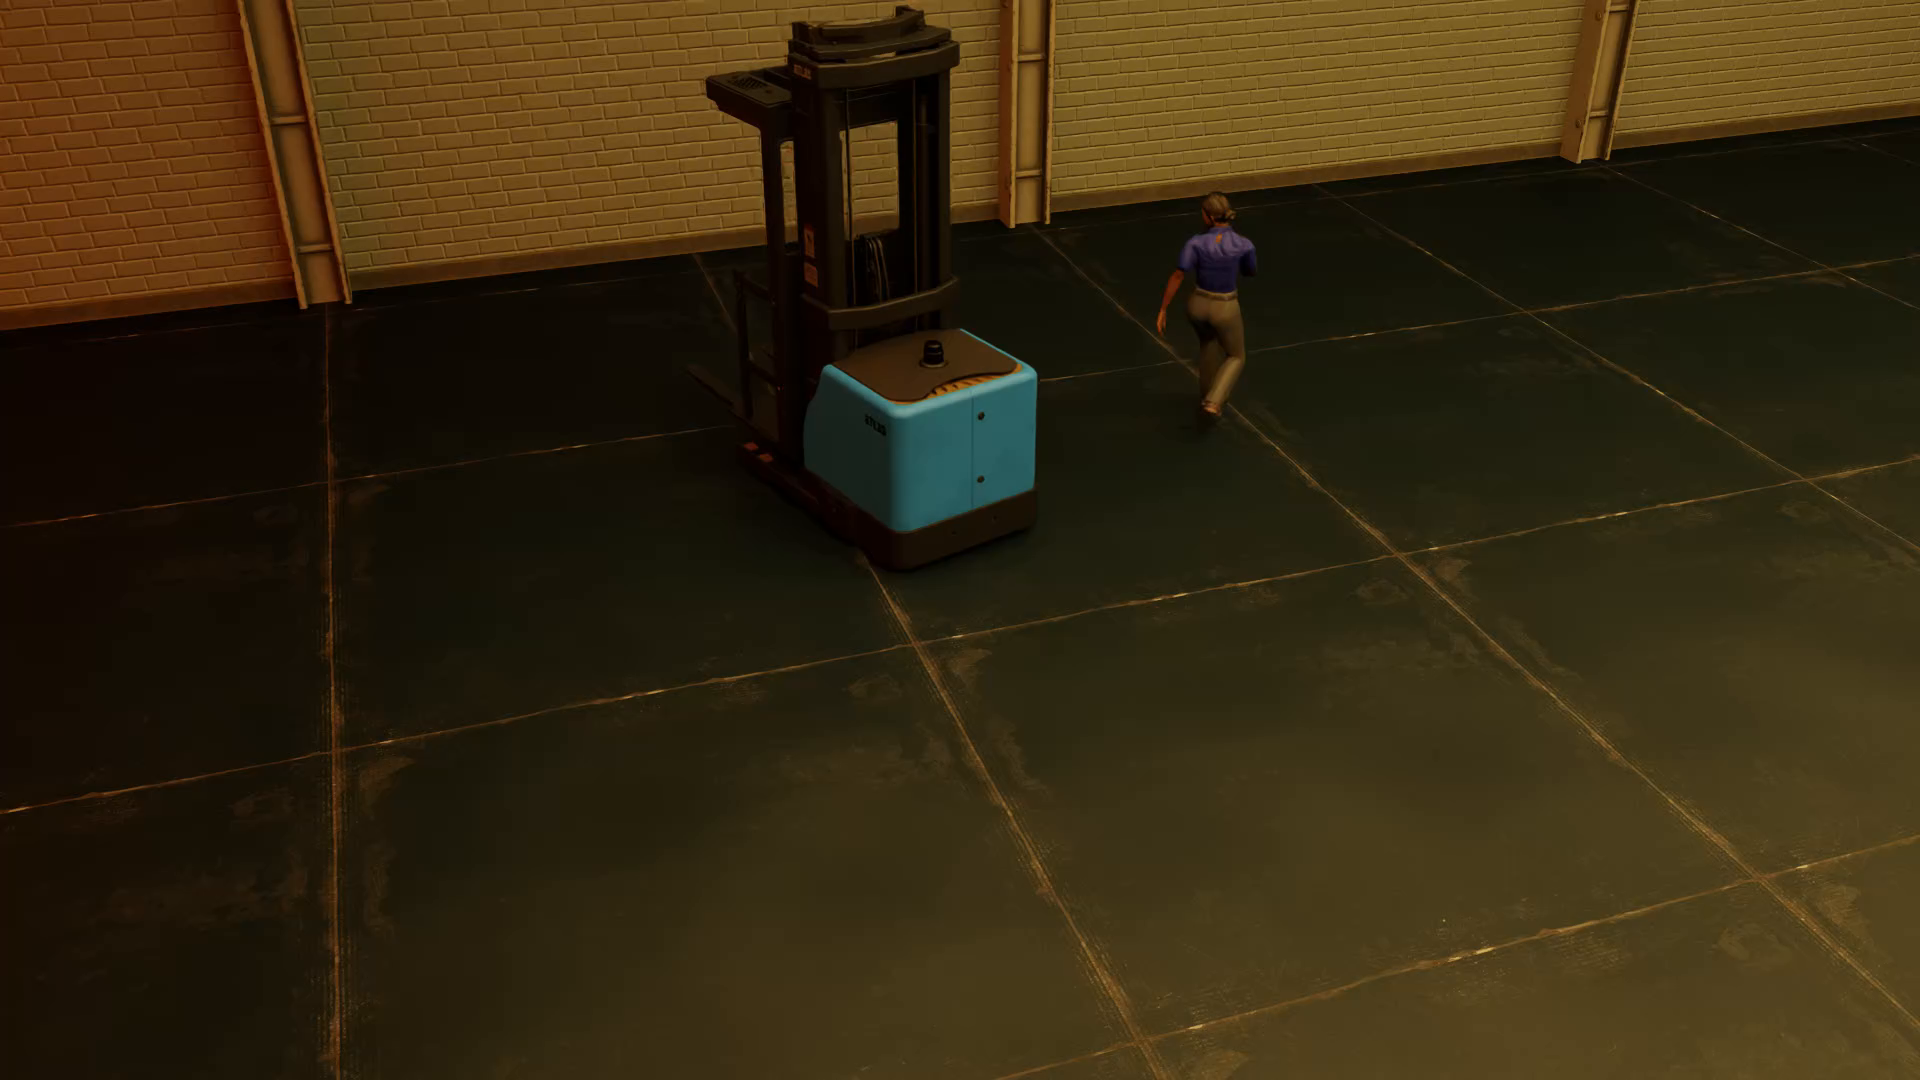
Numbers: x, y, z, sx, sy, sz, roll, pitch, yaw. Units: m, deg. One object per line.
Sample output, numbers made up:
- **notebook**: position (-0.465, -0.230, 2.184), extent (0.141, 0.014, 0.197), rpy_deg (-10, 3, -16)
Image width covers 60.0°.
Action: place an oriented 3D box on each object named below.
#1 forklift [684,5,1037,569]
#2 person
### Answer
- **forklift**: position (-0.799, -1.786, 10.191), extent (1.130, 2.935, 3.031), rpy_deg (-20, 35, -30)
- **person**: position (1.687, -1.563, 11.177), extent (0.535, 1.589, 0.704), rpy_deg (14, 33, 23)
